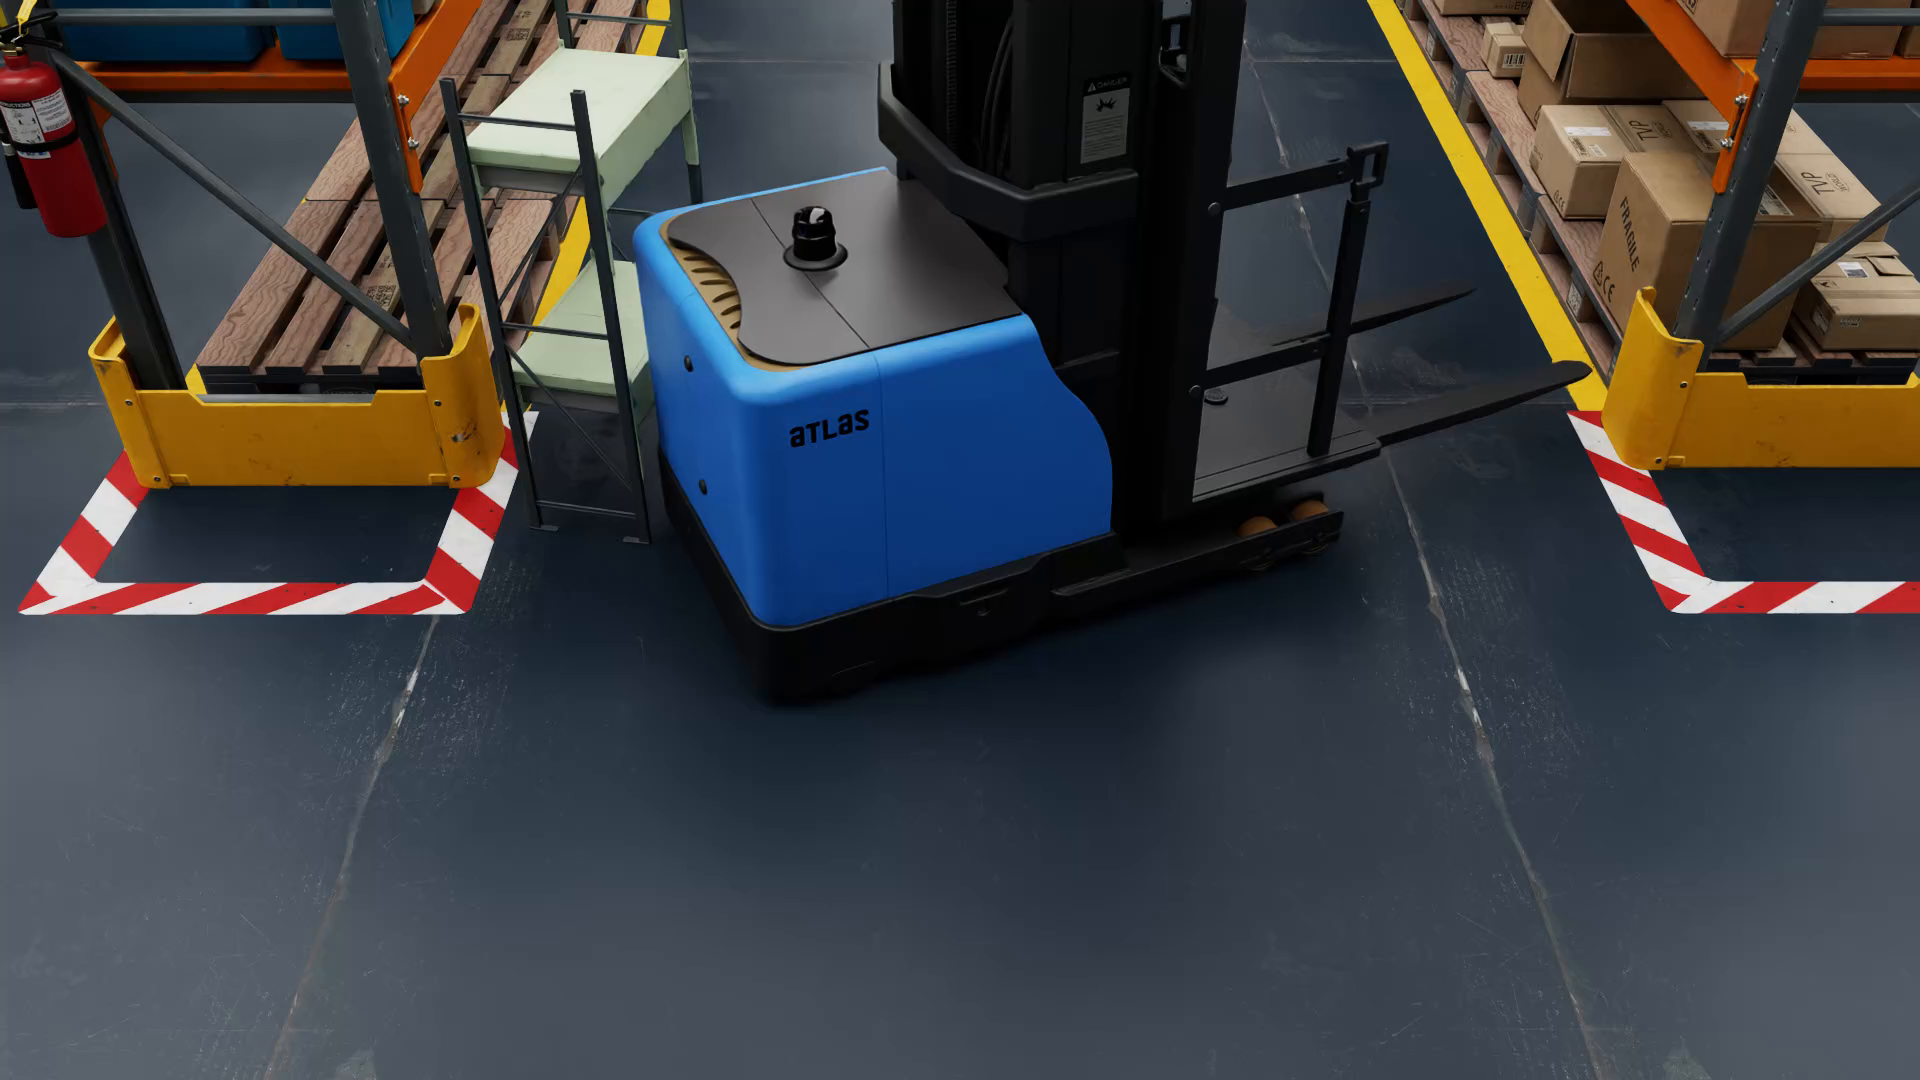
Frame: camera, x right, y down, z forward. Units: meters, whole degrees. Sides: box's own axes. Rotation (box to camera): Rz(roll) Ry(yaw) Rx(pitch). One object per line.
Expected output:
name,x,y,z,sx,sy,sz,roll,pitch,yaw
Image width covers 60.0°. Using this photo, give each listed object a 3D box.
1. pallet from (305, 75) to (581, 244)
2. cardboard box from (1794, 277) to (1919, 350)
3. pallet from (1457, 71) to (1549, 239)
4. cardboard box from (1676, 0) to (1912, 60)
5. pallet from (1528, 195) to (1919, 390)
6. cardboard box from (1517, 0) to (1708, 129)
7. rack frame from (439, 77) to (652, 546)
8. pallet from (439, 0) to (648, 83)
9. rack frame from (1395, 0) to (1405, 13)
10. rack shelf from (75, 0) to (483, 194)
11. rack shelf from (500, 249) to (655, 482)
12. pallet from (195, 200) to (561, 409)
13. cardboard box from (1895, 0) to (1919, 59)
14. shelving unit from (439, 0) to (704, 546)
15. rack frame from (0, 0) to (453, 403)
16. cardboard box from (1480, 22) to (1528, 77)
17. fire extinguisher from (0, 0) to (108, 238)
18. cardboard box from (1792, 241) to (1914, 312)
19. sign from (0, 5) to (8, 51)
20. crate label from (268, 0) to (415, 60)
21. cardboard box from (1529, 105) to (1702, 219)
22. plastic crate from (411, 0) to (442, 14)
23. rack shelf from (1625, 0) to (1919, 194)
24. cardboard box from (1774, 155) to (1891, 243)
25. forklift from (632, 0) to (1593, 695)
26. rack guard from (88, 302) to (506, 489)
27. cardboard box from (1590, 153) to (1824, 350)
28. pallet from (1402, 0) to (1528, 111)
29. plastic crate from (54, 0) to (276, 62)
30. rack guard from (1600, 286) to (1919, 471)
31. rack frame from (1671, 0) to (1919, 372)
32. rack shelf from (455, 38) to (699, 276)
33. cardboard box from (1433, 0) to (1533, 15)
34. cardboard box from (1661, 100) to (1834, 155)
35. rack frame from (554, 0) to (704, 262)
pallet,-2.110,-1.651,7.141,1.003,0.211,1.213,0,39,0
cardboard box,3.147,-0.785,5.759,0.380,0.149,0.250,0,39,0
pallet,2.804,-1.682,7.181,1.003,0.211,1.213,0,39,0
cardboard box,2.531,-1.782,4.996,0.500,0.500,0.500,1,39,1
pallet,2.802,-0.921,6.231,1.003,0.211,1.213,0,39,0
cardboard box,2.807,-1.988,6.976,0.797,0.503,0.637,0,39,0
rack frame,-1.168,-0.600,4.799,0.400,1.500,0.023,8,39,10
pallet,-2.114,-2.416,8.096,1.003,0.211,1.213,0,39,0
rack frame,2.800,-3.965,7.799,1.000,3.000,0.127,0,39,0
rack shelf,-2.152,-2.432,6.462,1.077,0.370,4.000,0,39,0
rack shelf,-1.090,-0.569,5.282,0.431,0.370,0.720,8,39,10
pallet,-2.111,-0.890,6.192,1.003,0.211,1.213,0,39,0
cardboard box,3.067,-1.780,4.993,0.500,0.500,0.500,1,39,1
shelving unit,-1.090,-0.823,5.078,0.431,1.500,0.755,8,39,10
rack frame,-2.149,-1.462,4.676,1.000,3.000,0.127,0,39,0
cardboard box,2.595,-2.227,7.545,0.380,0.166,0.250,0,39,0
fire extinguisher,-2.603,-1.192,4.699,0.296,0.674,0.183,0,39,0
cardboard box,3.147,-0.948,5.948,0.380,0.166,0.250,0,39,0
sign,-2.699,-1.515,4.612,0.100,0.325,0.005,0,39,0
crate label,-1.820,-1.575,4.903,0.416,0.233,0.303,0,39,0
cardboard box,2.586,-1.496,6.565,0.500,0.250,0.500,0,39,0
plastic crate,-1.738,-1.738,5.183,0.250,0.136,0.298,0,39,0
rack shelf,2.802,-2.434,6.463,1.077,0.370,4.000,0,39,0
cardboard box,3.087,-1.215,6.215,0.500,0.250,0.500,0,39,0
forklift,0.626,-1.333,4.569,3.031,2.935,1.130,-16,41,-19
rack guard,-2.136,-0.472,5.439,1.175,0.500,0.348,0,39,0
cardboard box,2.557,-1.000,5.746,0.500,0.500,0.500,0,39,0
pallet,2.799,-2.447,8.135,1.003,0.211,1.213,0,39,0
plastic crate,-2.336,-1.709,4.907,0.616,0.435,0.499,0,39,0
rack guard,2.804,-0.536,5.519,1.175,0.500,0.348,0,39,0
rack frame,2.804,-1.464,4.678,1.000,3.000,0.127,0,39,0
rack shelf,-1.090,-1.128,4.834,0.431,0.370,0.720,8,39,10
cardboard box,2.584,-2.825,8.175,0.500,0.311,0.500,0,39,0
cardboard box,3.086,-1.528,6.605,0.500,0.250,0.500,0,39,0
rack frame,-1.012,-1.047,5.357,0.400,1.500,0.023,8,39,10
